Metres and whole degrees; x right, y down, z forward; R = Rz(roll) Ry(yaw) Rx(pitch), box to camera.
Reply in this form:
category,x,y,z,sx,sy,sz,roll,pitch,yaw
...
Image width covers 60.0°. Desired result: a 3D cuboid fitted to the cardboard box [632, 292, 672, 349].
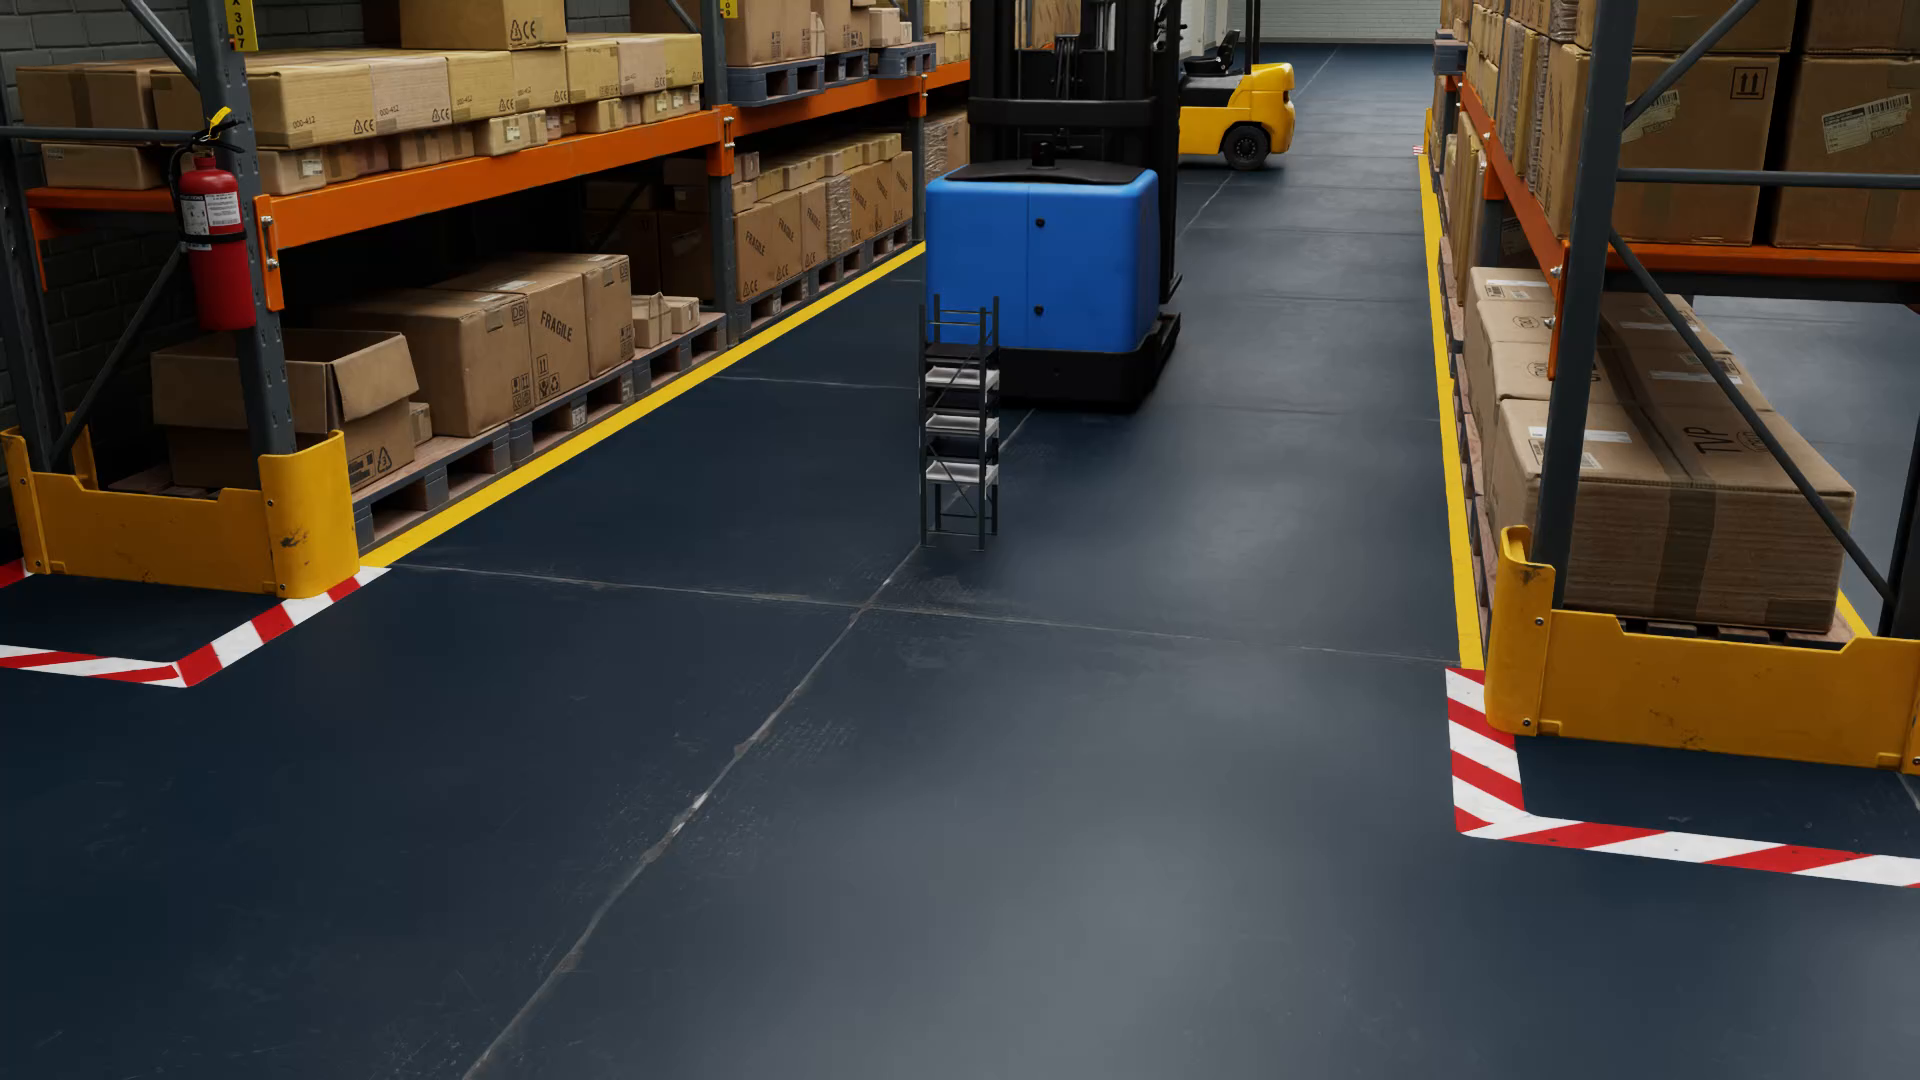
category,x,y,z,sx,sy,sz,roll,pitch,yaw
cardboard box,-1.691,-1.140,8.466,0.396,0.266,0.258,5,20,15

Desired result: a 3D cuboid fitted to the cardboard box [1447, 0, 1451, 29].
category,x,y,z,sx,sy,sz,roll,pitch,yaw
cardboard box,5.125,-5.334,16.548,0.500,0.500,0.500,5,20,15

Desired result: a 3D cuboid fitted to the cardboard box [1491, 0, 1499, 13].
category,x,y,z,sx,sy,sz,roll,pitch,yaw
cardboard box,3.047,-2.998,8.621,0.500,0.500,0.500,5,19,14

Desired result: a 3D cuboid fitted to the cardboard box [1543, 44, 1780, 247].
category,x,y,z,sx,sy,sz,roll,pitch,yaw
cardboard box,1.946,-1.120,4.671,0.500,0.500,0.500,5,19,14

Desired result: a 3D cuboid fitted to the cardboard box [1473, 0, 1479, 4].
category,x,y,z,sx,sy,sz,roll,pitch,yaw
cardboard box,3.681,-3.793,10.951,0.500,0.500,0.500,4,19,12

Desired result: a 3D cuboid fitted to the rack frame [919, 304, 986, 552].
category,x,y,z,sx,sy,sz,roll,pitch,yaw
rack frame,-0.027,-0.391,5.941,0.240,0.900,0.006,5,19,13

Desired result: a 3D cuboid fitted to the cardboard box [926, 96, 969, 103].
category,x,y,z,sx,sy,sz,roll,pitch,yaw
cardboard box,0.086,-3.963,16.174,0.875,0.625,0.625,6,20,16

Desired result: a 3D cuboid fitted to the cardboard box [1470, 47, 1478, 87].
category,x,y,z,sx,sy,sz,roll,pitch,yaw
cardboard box,3.567,-3.041,10.683,0.500,0.250,0.500,4,19,12

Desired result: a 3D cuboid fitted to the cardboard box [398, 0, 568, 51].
category,x,y,z,sx,sy,sz,roll,pitch,yaw
cardboard box,-1.992,-2.307,6.914,0.500,0.500,0.500,5,20,15

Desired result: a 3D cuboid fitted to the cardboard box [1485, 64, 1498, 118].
category,x,y,z,sx,sy,sz,roll,pitch,yaw
cardboard box,2.927,-2.244,8.349,0.500,0.250,0.500,4,19,12

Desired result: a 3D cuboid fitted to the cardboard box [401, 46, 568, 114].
category,x,y,z,sx,sy,sz,roll,pitch,yaw
cardboard box,-2.010,-1.961,7.061,0.500,0.250,0.500,4,19,12

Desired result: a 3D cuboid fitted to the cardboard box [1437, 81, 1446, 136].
category,x,y,z,sx,sy,sz,roll,pitch,yaw
cardboard box,5.023,-4.280,16.523,0.500,0.500,0.500,5,19,14

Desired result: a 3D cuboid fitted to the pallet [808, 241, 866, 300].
category,x,y,z,sx,sy,sz,roll,pitch,yaw
pallet,-1.294,-1.867,11.328,1.003,0.211,1.213,5,19,13

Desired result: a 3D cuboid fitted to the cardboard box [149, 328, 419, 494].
category,x,y,z,sx,sy,sz,roll,pitch,yaw
cardboard box,-2.488,-0.493,6.203,0.797,0.503,0.637,4,19,11

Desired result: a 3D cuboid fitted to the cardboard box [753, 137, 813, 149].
category,x,y,z,sx,sy,sz,roll,pitch,yaw
cardboard box,-1.279,-2.817,12.010,0.380,0.149,0.250,5,19,14

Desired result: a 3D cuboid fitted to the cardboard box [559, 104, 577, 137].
category,x,y,z,sx,sy,sz,roll,pitch,yaw
cardboard box,-1.965,-1.905,7.514,0.380,0.149,0.250,5,19,14

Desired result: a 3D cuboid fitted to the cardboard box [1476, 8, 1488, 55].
category,x,y,z,sx,sy,sz,roll,pitch,yaw
cardboard box,3.278,-2.959,9.670,0.500,0.250,0.500,5,19,14

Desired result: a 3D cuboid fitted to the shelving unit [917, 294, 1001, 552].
category,x,y,z,sx,sy,sz,roll,pitch,yaw
shelving unit,-0.002,-0.423,6.035,0.258,0.900,0.210,5,19,13

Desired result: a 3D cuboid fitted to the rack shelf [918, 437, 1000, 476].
category,x,y,z,sx,sy,sz,roll,pitch,yaw
rack shelf,-0.002,-0.307,6.075,0.258,0.077,0.200,5,19,13

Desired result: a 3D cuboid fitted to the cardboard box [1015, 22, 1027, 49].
category,x,y,z,sx,sy,sz,roll,pitch,yaw
cardboard box,0.333,-4.803,15.841,0.500,0.250,0.500,5,20,15

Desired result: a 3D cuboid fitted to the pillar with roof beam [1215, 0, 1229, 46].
category,x,y,z,sx,sy,sz,roll,pitch,yaw
pillar with roof beam,11.640,-18.061,45.144,9.100,9.000,0.400,5,19,13

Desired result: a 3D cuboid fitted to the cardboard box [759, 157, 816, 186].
category,x,y,z,sx,sy,sz,roll,pitch,yaw
cardboard box,-1.149,-2.374,10.710,0.380,0.149,0.250,5,20,15

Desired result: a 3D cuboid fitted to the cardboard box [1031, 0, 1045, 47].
category,x,y,z,sx,sy,sz,roll,pitch,yaw
cardboard box,0.564,-5.218,16.670,0.500,0.500,0.500,4,19,12

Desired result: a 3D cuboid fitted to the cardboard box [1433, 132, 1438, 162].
category,x,y,z,sx,sy,sz,roll,pitch,yaw
cardboard box,5.020,-3.934,16.668,0.500,0.250,0.500,4,19,12

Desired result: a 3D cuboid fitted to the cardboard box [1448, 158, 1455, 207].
category,x,y,z,sx,sy,sz,roll,pitch,yaw
cardboard box,4.359,-2.772,13.077,0.950,0.372,0.625,4,19,12

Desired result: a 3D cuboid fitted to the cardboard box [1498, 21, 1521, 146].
category,x,y,z,sx,sy,sz,roll,pitch,yaw
cardboard box,2.566,-1.918,7.007,0.500,0.500,0.500,5,19,14

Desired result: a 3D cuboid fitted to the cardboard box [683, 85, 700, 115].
category,x,y,z,sx,sy,sz,roll,pitch,yaw
cardboard box,-1.585,-2.306,8.688,0.380,0.149,0.250,5,19,14

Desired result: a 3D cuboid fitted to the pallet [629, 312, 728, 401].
category,x,y,z,sx,sy,sz,roll,pitch,yaw
pallet,-1.921,-1.010,8.819,1.003,0.211,1.213,5,19,13

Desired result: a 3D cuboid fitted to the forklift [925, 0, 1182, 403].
category,x,y,z,sx,sy,sz,roll,pitch,yaw
forklift,0.646,-2.476,8.902,1.130,2.935,3.031,4,19,12

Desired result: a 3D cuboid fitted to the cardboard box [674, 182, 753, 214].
category,x,y,z,sx,sy,sz,roll,pitch,yaw
cardboard box,-1.407,-1.959,9.498,0.380,0.149,0.250,6,20,16

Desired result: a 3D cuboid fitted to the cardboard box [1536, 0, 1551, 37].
category,x,y,z,sx,sy,sz,roll,pitch,yaw
cardboard box,2.194,-1.912,5.443,0.500,0.500,0.500,5,19,13

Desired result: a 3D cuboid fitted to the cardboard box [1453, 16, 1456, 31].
category,x,y,z,sx,sy,sz,roll,pitch,yaw
cardboard box,4.505,-4.516,14.507,0.380,0.149,0.250,5,20,14

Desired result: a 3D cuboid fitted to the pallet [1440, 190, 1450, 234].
category,x,y,z,sx,sy,sz,roll,pitch,yaw
pallet,4.531,-2.715,13.808,1.003,0.211,1.213,5,19,13

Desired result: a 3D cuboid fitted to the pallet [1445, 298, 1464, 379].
category,x,y,z,sx,sy,sz,roll,pitch,yaw
pallet,3.177,-1.083,9.031,1.003,0.211,1.213,5,19,13

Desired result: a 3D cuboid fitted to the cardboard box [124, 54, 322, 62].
category,x,y,z,sx,sy,sz,roll,pitch,yaw
cardboard box,-2.748,-1.688,6.261,0.500,0.250,0.500,5,19,14

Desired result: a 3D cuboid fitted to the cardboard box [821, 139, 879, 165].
category,x,y,z,sx,sy,sz,roll,pitch,yaw
cardboard box,-0.794,-2.780,11.900,0.380,0.149,0.250,4,19,12

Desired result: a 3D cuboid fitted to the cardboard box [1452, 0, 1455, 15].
category,x,y,z,sx,sy,sz,roll,pitch,yaw
cardboard box,4.368,-4.613,13.789,0.500,0.500,0.500,5,19,13

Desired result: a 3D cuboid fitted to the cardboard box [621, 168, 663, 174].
category,x,y,z,sx,sy,sz,roll,pitch,yaw
cardboard box,-1.832,-2.166,10.102,0.380,0.149,0.250,5,19,14

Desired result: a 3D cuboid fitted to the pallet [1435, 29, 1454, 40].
category,x,y,z,sx,sy,sz,roll,pitch,yaw
pallet,4.688,-4.343,14.559,1.003,0.211,1.213,5,19,13

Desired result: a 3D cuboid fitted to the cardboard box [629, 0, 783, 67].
category,x,y,z,sx,sy,sz,roll,pitch,yaw
cardboard box,-1.417,-2.925,9.307,0.700,0.500,0.500,5,20,15

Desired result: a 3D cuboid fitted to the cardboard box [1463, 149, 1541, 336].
category,x,y,z,sx,sy,sz,roll,pitch,yaw
cardboard box,3.136,-1.548,8.717,0.875,0.875,0.875,5,20,15

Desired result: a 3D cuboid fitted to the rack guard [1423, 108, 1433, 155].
category,x,y,z,sx,sy,sz,roll,pitch,yaw
rack guard,5.975,-4.709,19.200,1.175,0.500,0.348,5,19,13

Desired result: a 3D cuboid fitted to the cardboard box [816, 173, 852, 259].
category,x,y,z,sx,sy,sz,roll,pitch,yaw
cardboard box,-1.037,-2.181,11.149,0.500,0.500,0.500,4,19,11

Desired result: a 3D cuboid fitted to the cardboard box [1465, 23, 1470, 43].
category,x,y,z,sx,sy,sz,roll,pitch,yaw
cardboard box,3.886,-3.699,12.116,0.380,0.149,0.250,5,19,14

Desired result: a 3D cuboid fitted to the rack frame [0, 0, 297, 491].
category,x,y,z,sx,sy,sz,roll,pitch,yaw
rack frame,-2.730,-1.292,5.328,1.000,3.000,0.127,5,19,13

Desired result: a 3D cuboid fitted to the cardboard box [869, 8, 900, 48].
category,x,y,z,sx,sy,sz,roll,pitch,yaw
cardboard box,-0.719,-3.570,11.583,0.500,0.250,0.500,4,19,11

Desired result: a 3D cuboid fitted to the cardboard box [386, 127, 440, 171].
category,x,y,z,sx,sy,sz,roll,pitch,yaw
cardboard box,-2.214,-1.497,6.318,0.380,0.149,0.250,5,20,15
